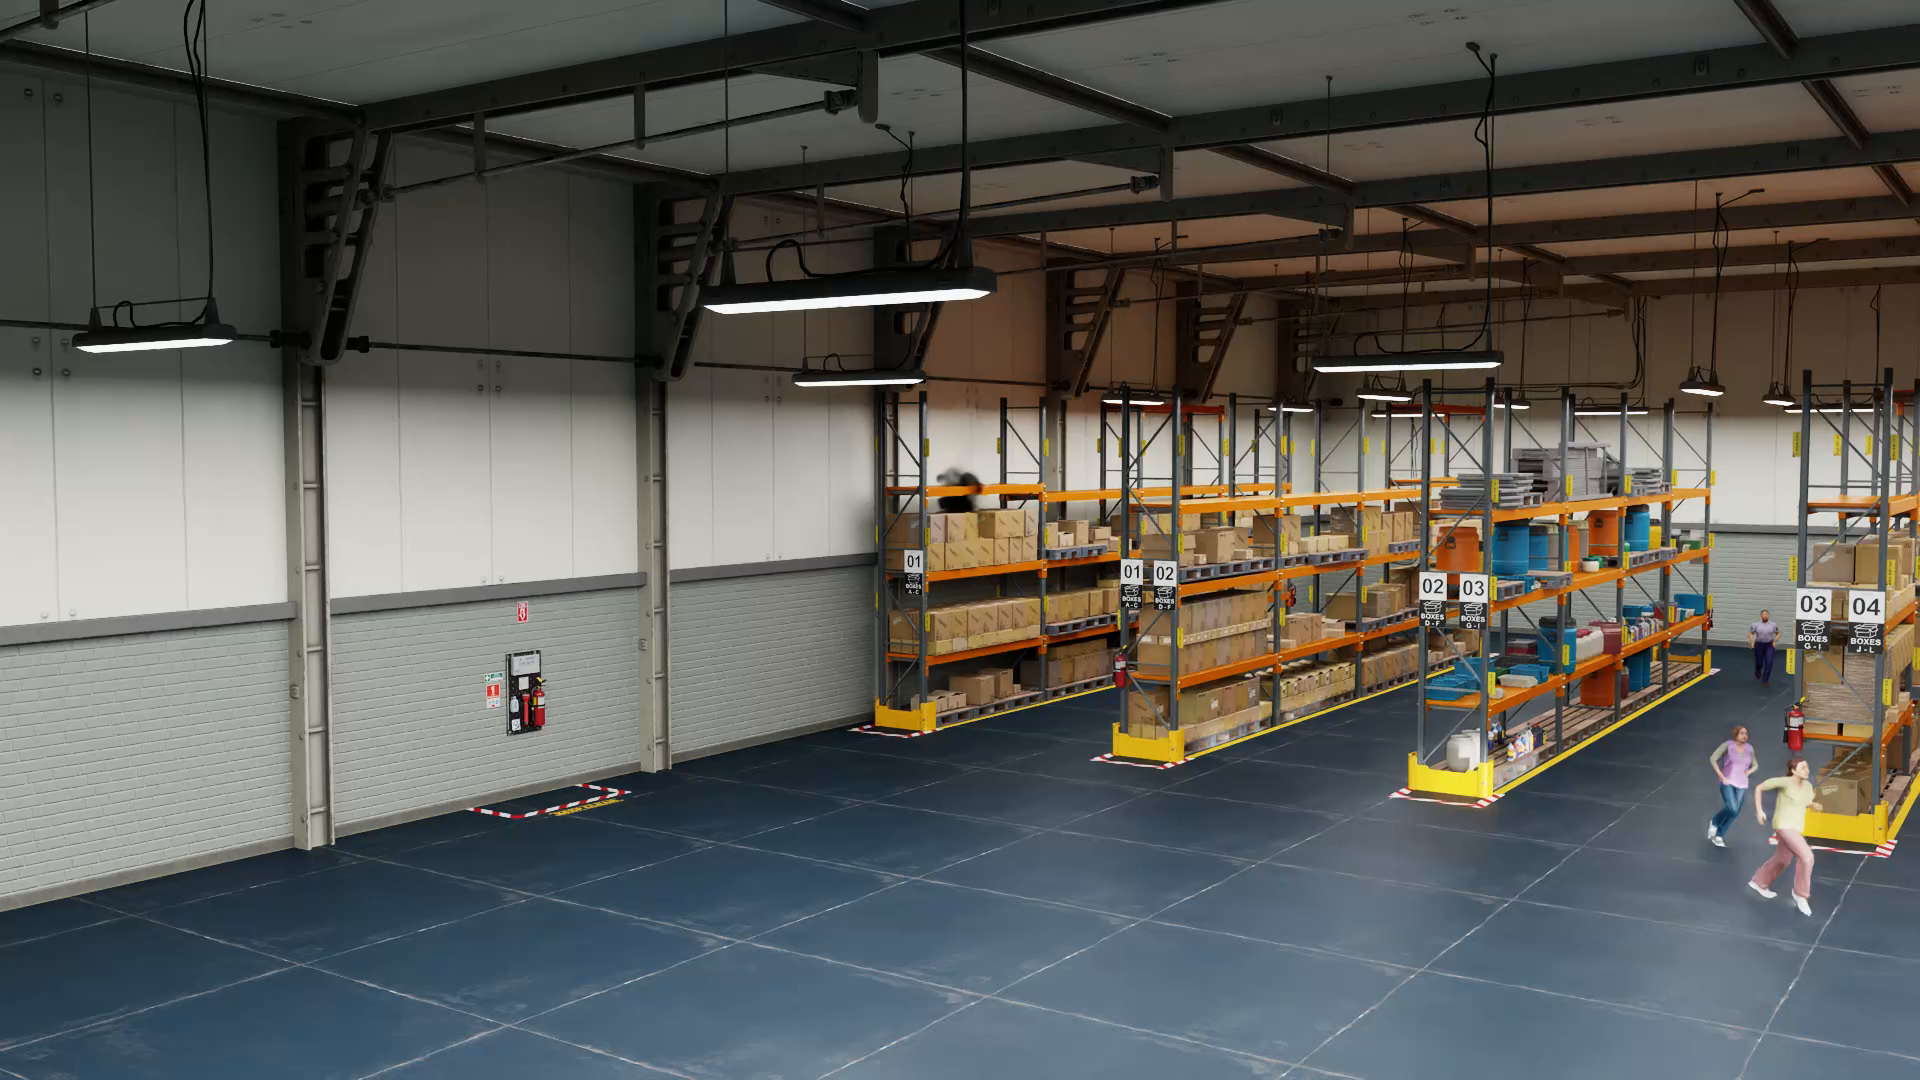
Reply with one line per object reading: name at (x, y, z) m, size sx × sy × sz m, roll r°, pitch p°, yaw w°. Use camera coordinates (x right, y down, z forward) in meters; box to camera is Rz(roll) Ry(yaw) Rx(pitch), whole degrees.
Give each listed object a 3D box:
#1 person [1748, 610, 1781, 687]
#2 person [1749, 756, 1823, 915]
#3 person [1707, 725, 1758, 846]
person at (16.945, 2.280, 35.032) m, size 0.620 × 1.591 × 0.579 m, roll 1°, pitch 3°, yaw 22°
person at (8.973, 3.169, 18.085) m, size 0.599 × 1.690 × 0.815 m, roll -1°, pitch 3°, yaw -25°
person at (9.740, 3.085, 20.871) m, size 0.569 × 1.535 × 0.489 m, roll 0°, pitch 3°, yaw -1°
